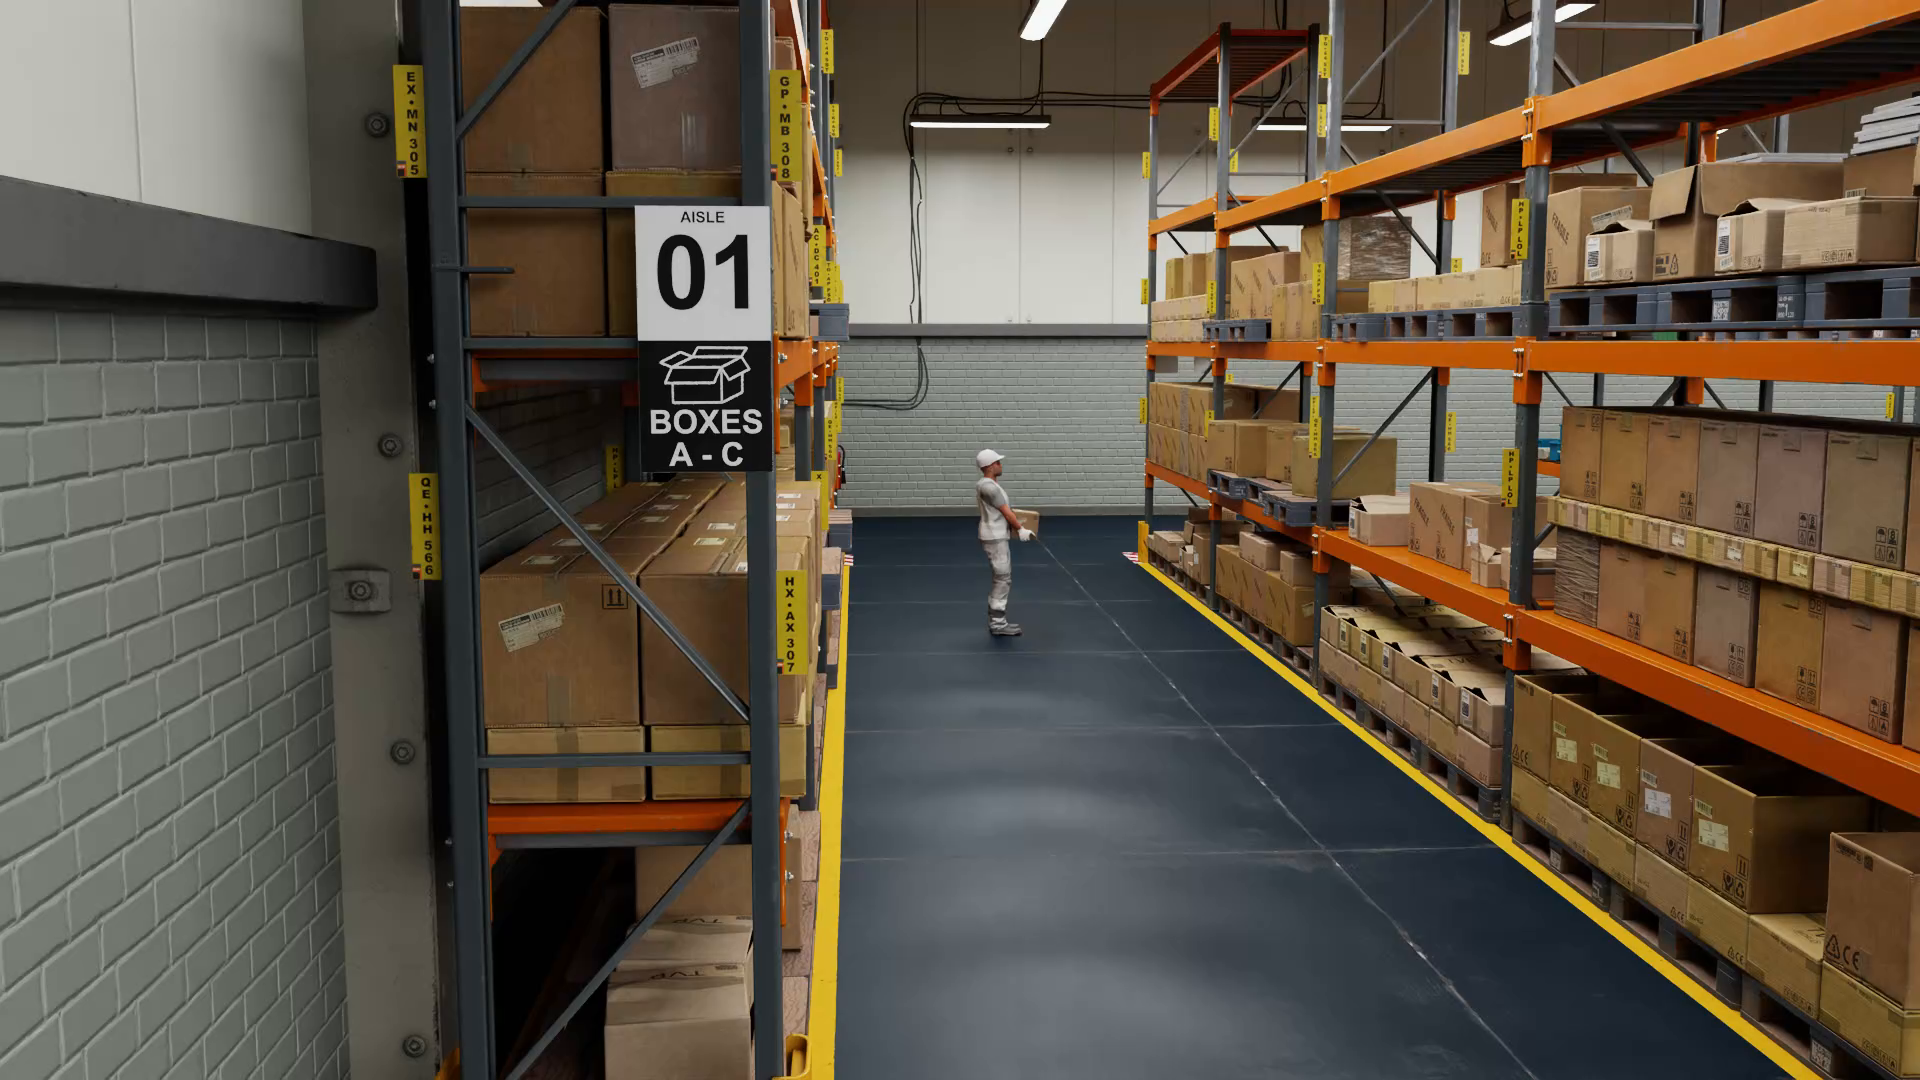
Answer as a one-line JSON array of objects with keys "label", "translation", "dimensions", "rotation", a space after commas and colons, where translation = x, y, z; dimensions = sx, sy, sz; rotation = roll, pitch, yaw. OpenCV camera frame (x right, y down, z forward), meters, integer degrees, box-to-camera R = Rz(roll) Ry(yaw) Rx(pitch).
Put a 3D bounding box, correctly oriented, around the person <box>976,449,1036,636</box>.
[{"label": "person", "translation": [0.435, 0.016, 16.034], "dimensions": [0.563, 1.782, 0.493], "rotation": [0, 7, -3]}]
